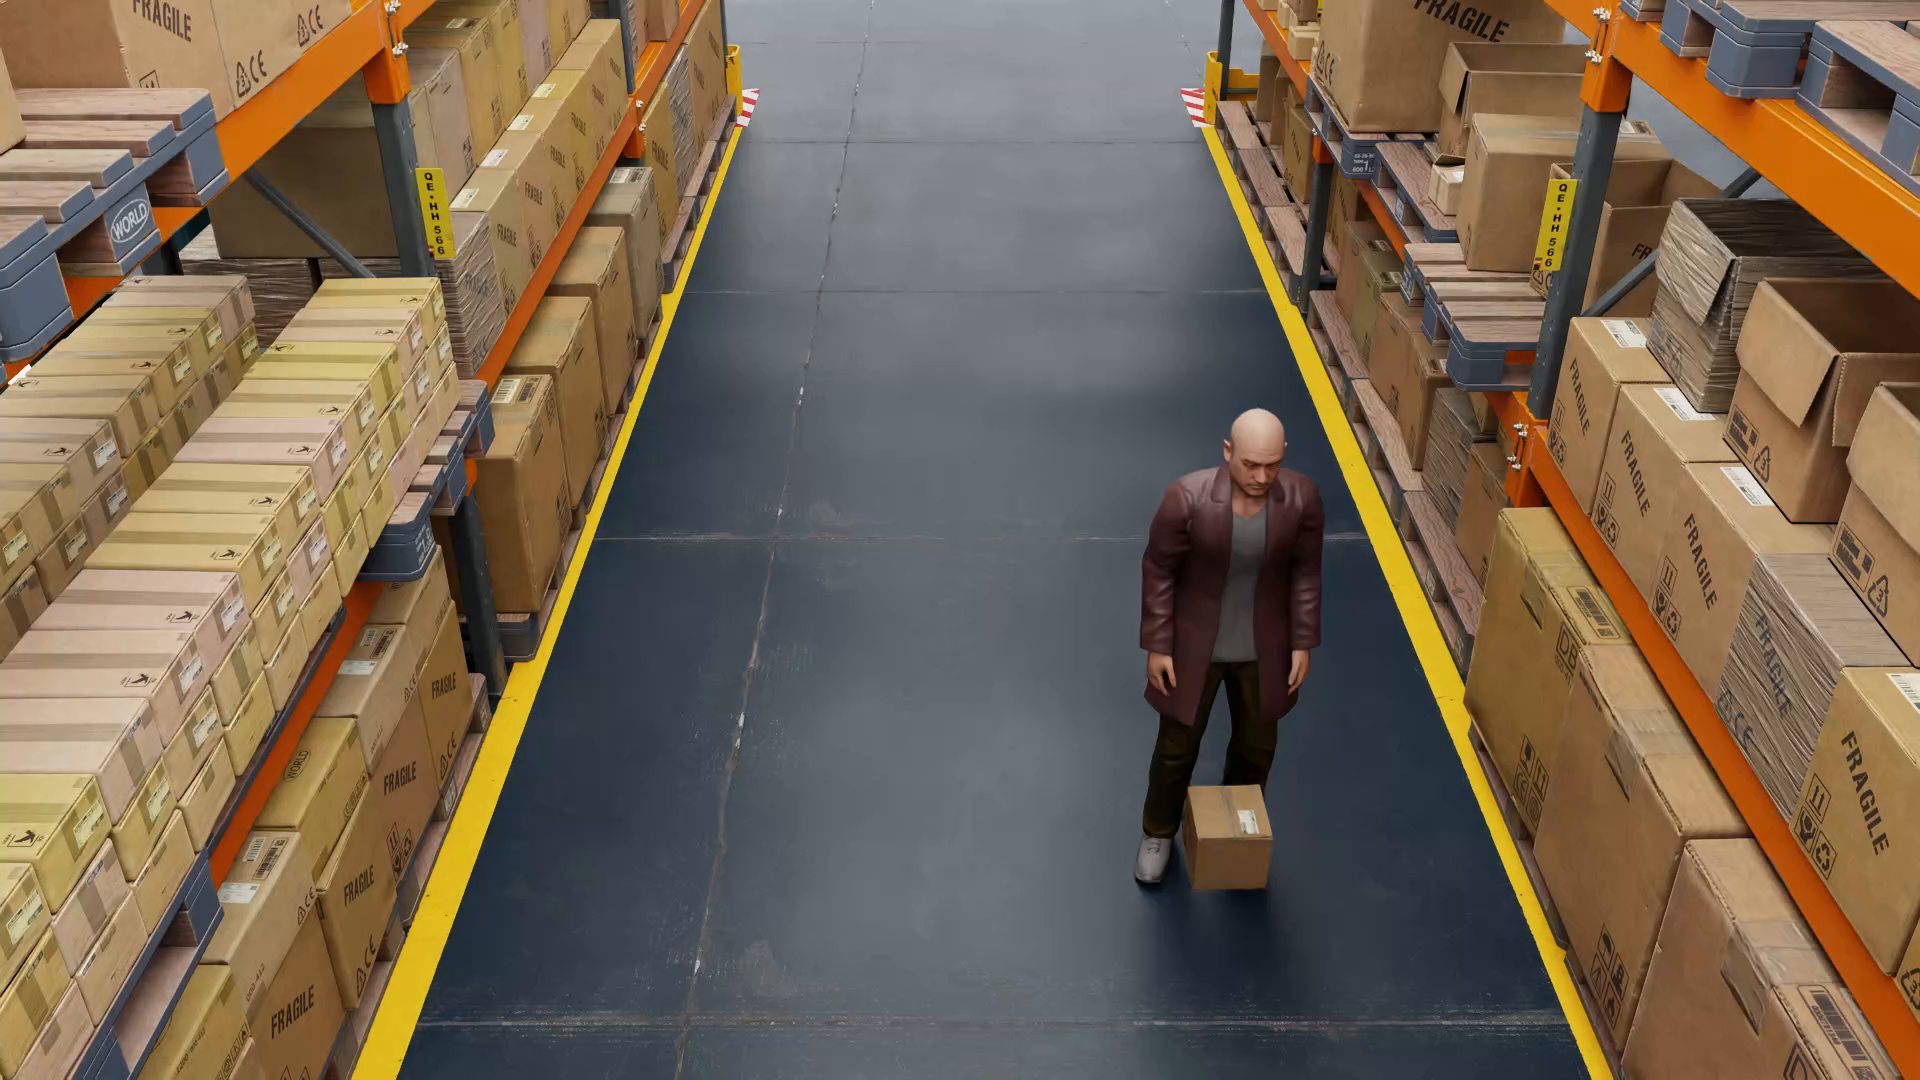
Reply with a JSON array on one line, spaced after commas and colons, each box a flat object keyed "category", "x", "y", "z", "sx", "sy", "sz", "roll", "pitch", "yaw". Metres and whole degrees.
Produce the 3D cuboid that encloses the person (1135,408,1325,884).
[{"category": "person", "x": 0.896, "y": 0.356, "z": 5.558, "sx": 0.606, "sy": 1.775, "sz": 0.425, "roll": -1, "pitch": 31, "yaw": -2}]
